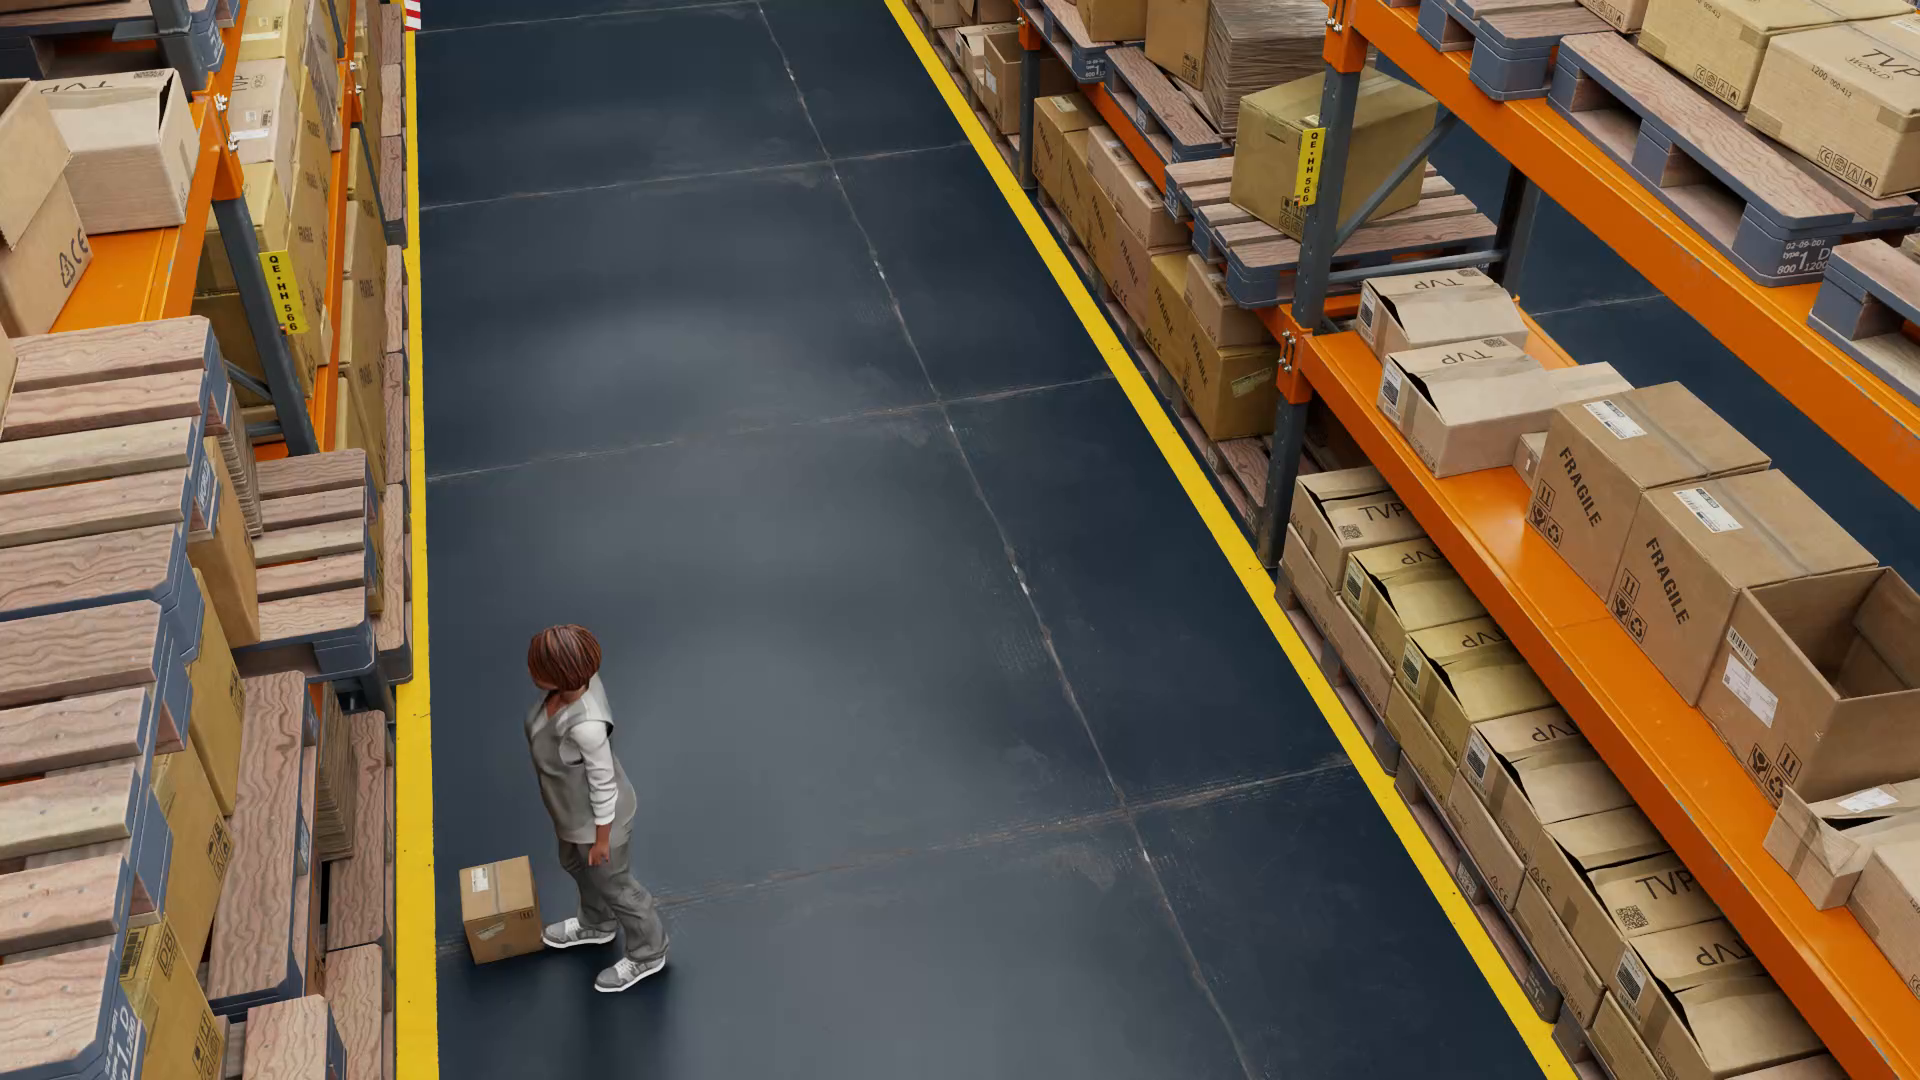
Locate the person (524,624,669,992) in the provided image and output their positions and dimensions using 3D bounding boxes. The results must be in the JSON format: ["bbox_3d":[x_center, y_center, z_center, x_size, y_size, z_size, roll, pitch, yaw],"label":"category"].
[{"bbox_3d":[-1.281,0.910,5.583,0.426,1.599,0.413,-15,41,-18],"label":"person"}]
